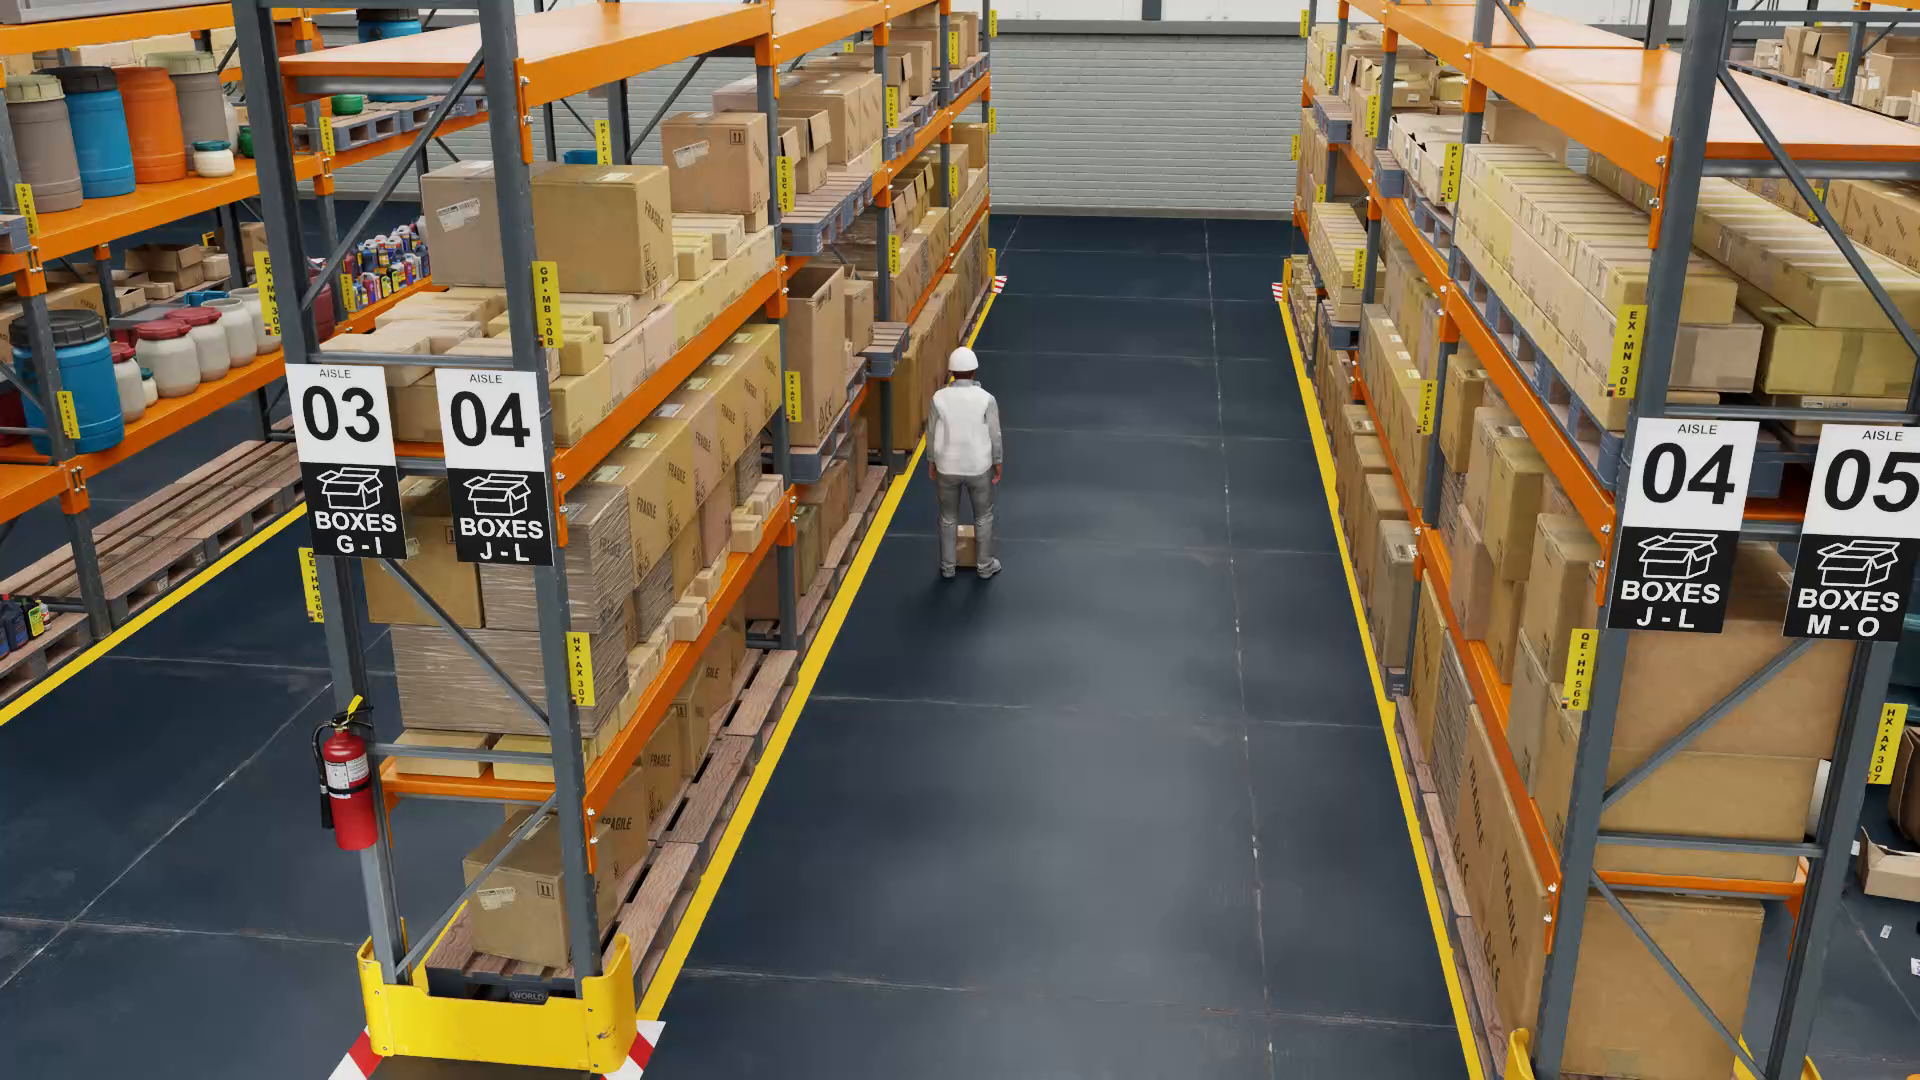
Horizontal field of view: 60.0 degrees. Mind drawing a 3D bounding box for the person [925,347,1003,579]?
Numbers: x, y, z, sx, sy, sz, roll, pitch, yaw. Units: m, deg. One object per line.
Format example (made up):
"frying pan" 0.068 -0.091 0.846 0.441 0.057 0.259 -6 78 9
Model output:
"person" 0.033 -0.572 12.534 0.581 1.772 0.460 3 21 7
